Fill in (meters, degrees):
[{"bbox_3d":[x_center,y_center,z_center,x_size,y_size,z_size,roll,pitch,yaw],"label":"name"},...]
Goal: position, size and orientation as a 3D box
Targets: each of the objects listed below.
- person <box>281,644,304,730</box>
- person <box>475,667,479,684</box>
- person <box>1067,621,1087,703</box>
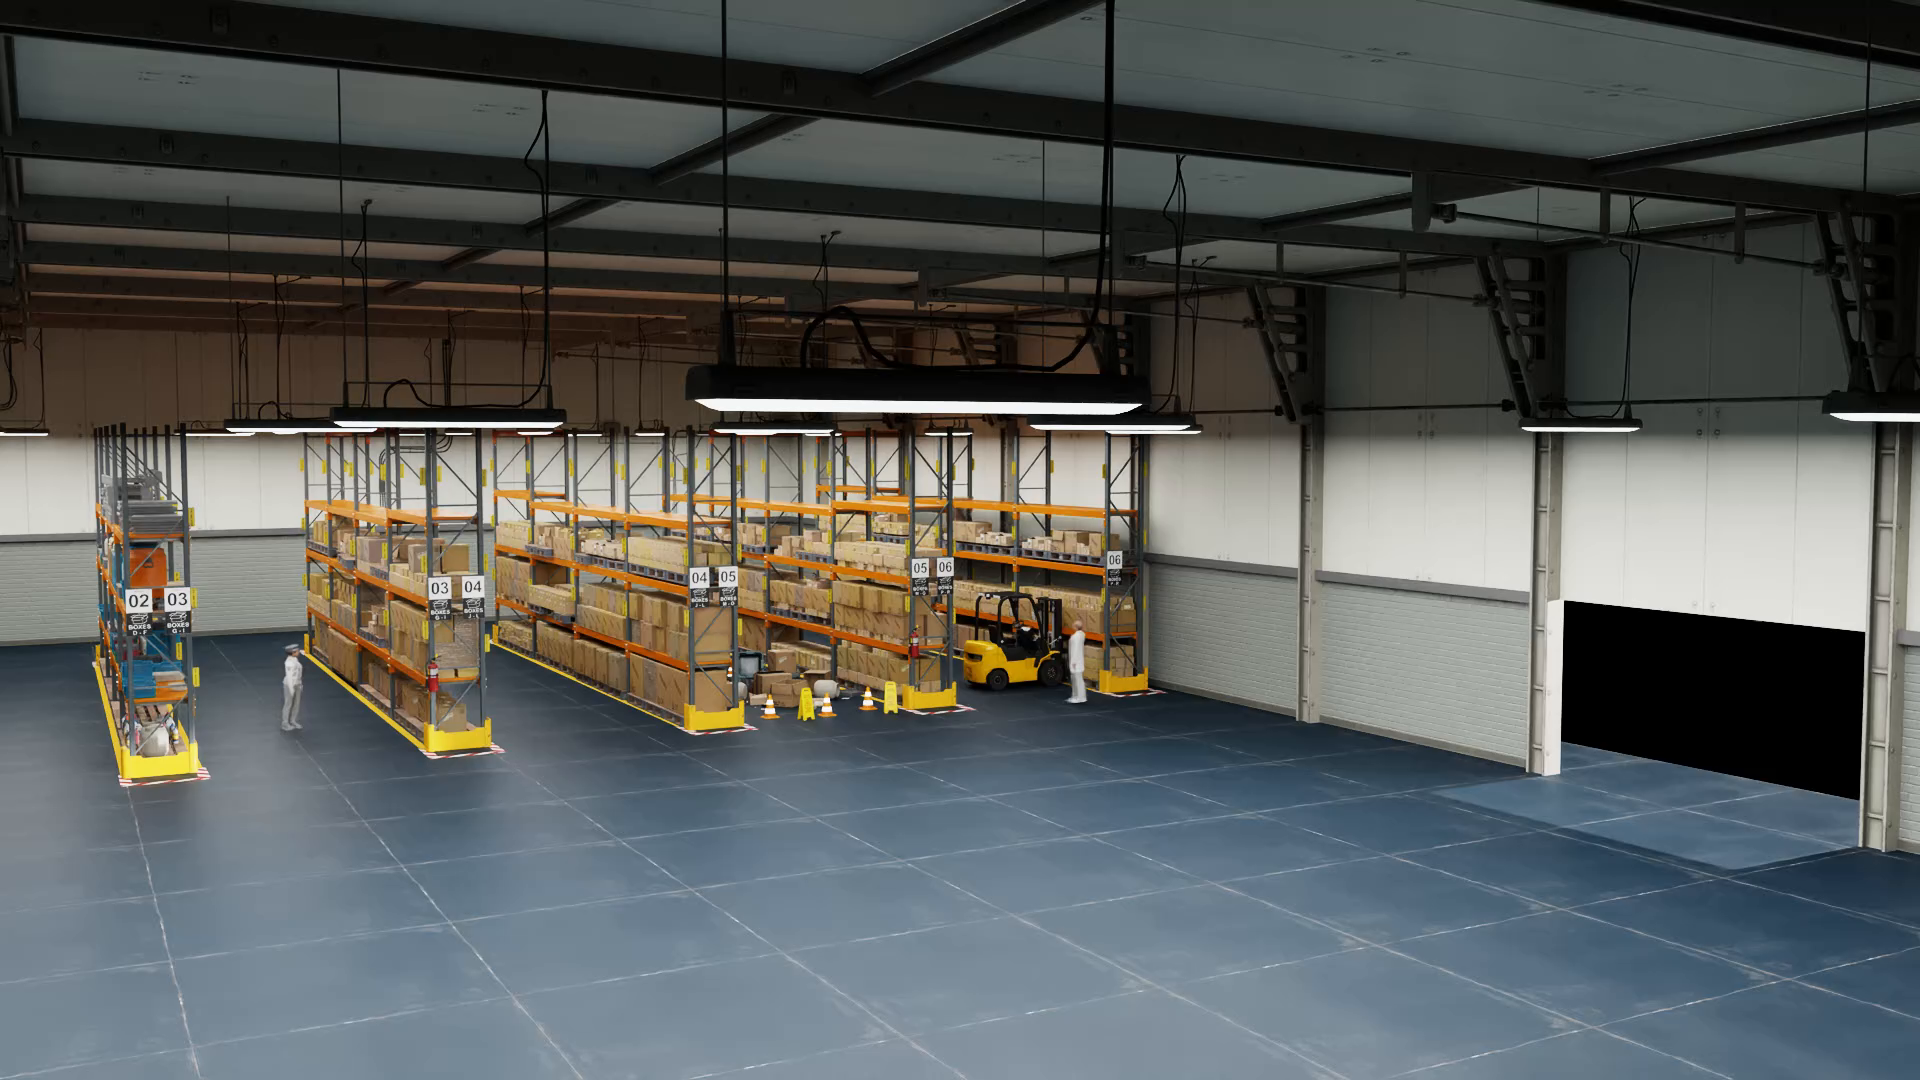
[{"bbox_3d":[-13.174,2.894,32.820,0.370,1.686,0.515,0,3,7],"label":"person"},{"bbox_3d":[-11.361,2.474,39.007,0.671,1.722,1.118,-2,4,-31],"label":"person"},{"bbox_3d":[2.538,2.651,36.165,0.426,1.816,0.674,0,3,-1],"label":"person"}]
